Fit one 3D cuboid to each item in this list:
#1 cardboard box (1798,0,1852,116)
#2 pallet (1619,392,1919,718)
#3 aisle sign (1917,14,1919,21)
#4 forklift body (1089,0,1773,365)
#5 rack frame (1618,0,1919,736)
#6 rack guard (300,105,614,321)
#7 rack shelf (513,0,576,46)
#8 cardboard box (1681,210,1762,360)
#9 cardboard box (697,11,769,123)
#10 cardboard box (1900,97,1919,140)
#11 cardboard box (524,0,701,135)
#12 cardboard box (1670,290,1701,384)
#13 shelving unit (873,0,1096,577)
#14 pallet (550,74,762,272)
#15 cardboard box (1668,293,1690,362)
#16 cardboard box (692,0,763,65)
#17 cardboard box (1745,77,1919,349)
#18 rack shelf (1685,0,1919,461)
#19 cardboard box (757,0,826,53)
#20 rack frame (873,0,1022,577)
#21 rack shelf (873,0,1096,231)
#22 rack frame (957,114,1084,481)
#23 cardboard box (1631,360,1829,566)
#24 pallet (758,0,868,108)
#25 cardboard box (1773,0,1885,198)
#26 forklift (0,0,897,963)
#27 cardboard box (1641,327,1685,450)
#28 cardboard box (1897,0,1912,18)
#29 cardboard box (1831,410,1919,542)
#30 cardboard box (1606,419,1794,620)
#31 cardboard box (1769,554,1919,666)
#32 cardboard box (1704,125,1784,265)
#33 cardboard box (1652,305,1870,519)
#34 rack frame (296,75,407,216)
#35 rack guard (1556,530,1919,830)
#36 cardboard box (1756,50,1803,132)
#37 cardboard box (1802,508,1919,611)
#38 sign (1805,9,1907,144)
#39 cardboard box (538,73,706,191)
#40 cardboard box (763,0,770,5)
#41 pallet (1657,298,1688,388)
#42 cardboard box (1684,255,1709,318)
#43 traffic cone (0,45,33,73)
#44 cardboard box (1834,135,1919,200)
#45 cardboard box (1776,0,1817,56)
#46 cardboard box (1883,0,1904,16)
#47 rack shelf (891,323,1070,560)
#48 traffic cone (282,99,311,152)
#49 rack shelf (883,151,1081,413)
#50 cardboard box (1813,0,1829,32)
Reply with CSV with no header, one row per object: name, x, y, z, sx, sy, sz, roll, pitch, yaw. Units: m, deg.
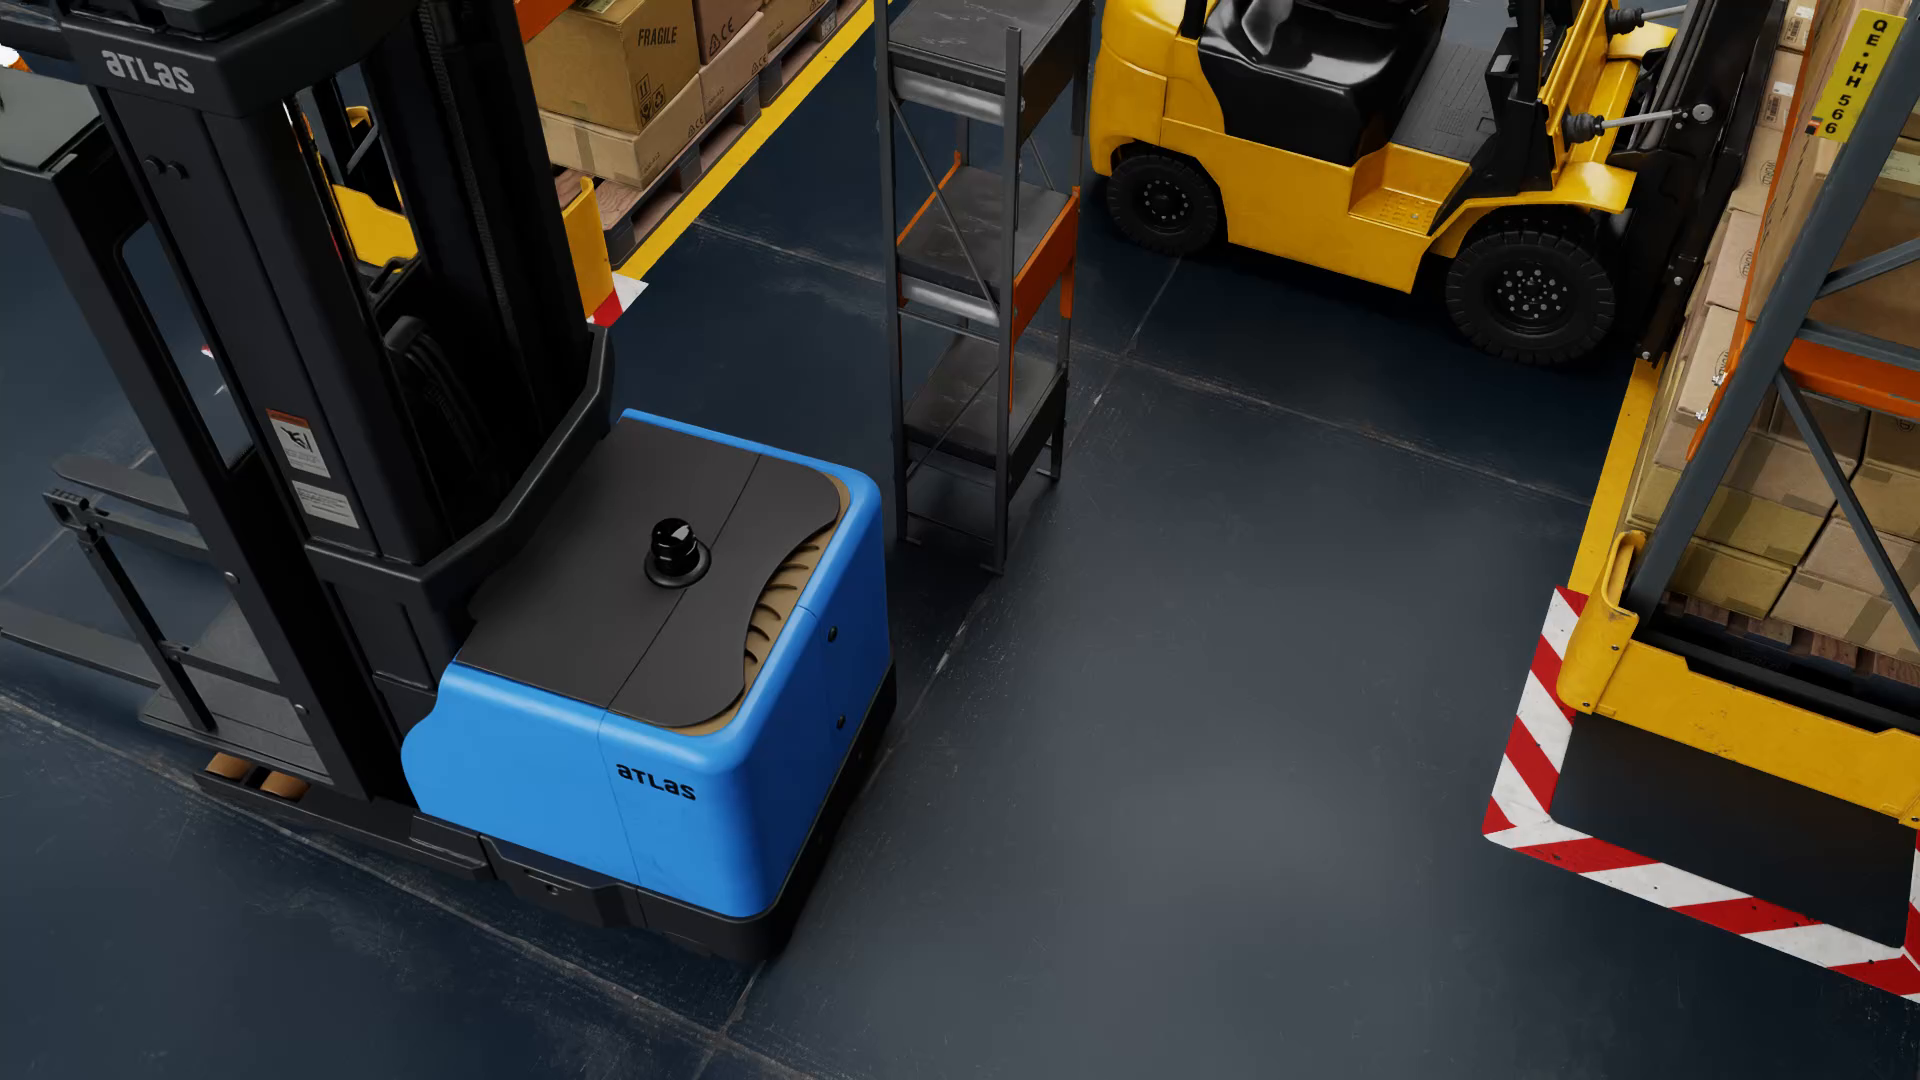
cardboard box,2.925,-1.567,5.048,0.500,0.500,0.500,19,52,15
pallet,2.793,-0.040,5.645,1.003,0.211,1.213,20,52,16
aisle sign,2.210,-1.296,3.176,0.394,0.787,0.004,20,52,16
forklift body,1.664,-2.028,6.063,2.313,2.155,1.214,20,52,16
rack frame,2.504,-0.403,4.124,1.000,3.000,0.127,20,52,16
rack guard,-1.953,-1.258,6.492,1.175,0.500,0.348,20,52,16
rack shelf,-1.131,-3.160,6.942,1.077,0.370,4.000,20,52,16
cardboard box,2.631,-0.745,5.287,0.500,0.250,0.500,21,53,17
cardboard box,-1.166,-2.075,7.076,0.500,0.250,0.500,22,53,17
cardboard box,2.466,-1.058,3.994,0.380,0.149,0.250,20,52,16
cardboard box,-1.381,-1.986,6.508,0.500,0.500,0.500,18,52,15
cardboard box,2.653,-0.589,5.483,0.500,0.250,0.500,19,52,16
shelving unit,0.071,-0.794,5.047,0.431,2.100,0.503,20,52,16
pallet,-1.574,-1.712,7.069,1.003,0.211,1.213,20,52,16
cardboard box,2.862,-0.756,5.953,0.500,0.250,0.500,20,53,16
cardboard box,-1.162,-2.347,6.815,0.500,0.500,0.500,18,52,15
cardboard box,2.477,-0.860,4.447,0.500,0.500,0.500,19,52,15
rack shelf,3.358,-1.547,5.570,1.077,0.370,4.000,20,52,16
cardboard box,-0.944,-2.455,7.399,0.500,0.250,0.500,23,53,18
rack frame,-0.034,-0.626,4.904,0.400,2.100,0.015,20,52,16
rack shelf,0.071,-1.239,4.525,0.431,0.518,0.480,20,52,16
rack frame,0.175,-0.962,5.190,0.400,2.100,0.015,20,52,16
cardboard box,2.429,-0.247,5.192,0.500,0.250,0.500,19,52,16
pallet,-1.052,-2.550,7.781,1.003,0.211,1.213,20,52,16
cardboard box,2.707,-1.214,4.748,0.500,0.500,0.500,21,53,17
forklift,-1.771,-0.465,4.221,3.031,2.935,1.130,15,51,13
cardboard box,2.640,-0.414,5.663,0.500,0.250,0.500,20,52,16
cardboard box,2.544,-1.238,4.147,0.380,0.149,0.250,20,52,16
cardboard box,2.880,-0.242,4.859,0.500,0.250,0.500,19,52,16
cardboard box,2.419,-0.075,5.374,0.500,0.250,0.500,20,53,16
cardboard box,2.890,0.077,5.245,0.500,0.250,0.500,20,52,16
cardboard box,2.838,-1.095,5.586,0.500,0.250,0.500,20,53,17
cardboard box,2.419,-0.391,4.986,0.500,0.250,0.500,21,53,17
rack frame,-1.986,-2.016,5.496,1.000,3.000,0.127,20,52,16
rack guard,2.494,0.423,5.062,1.175,0.500,0.348,20,52,16
cardboard box,3.061,-1.442,5.880,0.500,0.250,0.500,19,52,15
cardboard box,2.893,-0.067,5.039,0.500,0.250,0.500,21,53,17
sign,2.019,-1.042,3.751,0.100,0.325,0.005,20,52,16
cardboard box,-1.391,-1.726,6.779,0.500,0.250,0.500,19,52,16
cardboard box,-0.940,-2.690,7.107,0.500,0.500,0.500,21,53,17
pallet,3.315,-0.877,6.358,1.003,0.211,1.213,20,52,16
cardboard box,2.855,-0.952,5.792,0.500,0.250,0.500,19,52,15
traffic cone,-4.117,-2.037,7.179,0.336,0.463,0.334,20,52,16
cardboard box,2.399,-0.976,4.119,0.380,0.149,0.250,21,53,17
cardboard box,3.293,-1.801,6.186,0.500,0.250,0.500,21,53,17
cardboard box,2.631,-1.427,4.307,0.380,0.149,0.250,21,53,17
rack shelf,0.071,-0.332,5.591,0.431,0.518,0.480,20,52,16
traffic cone,-2.968,-1.910,7.071,0.336,0.463,0.334,20,52,16
rack shelf,0.071,-0.786,5.058,0.431,0.518,0.480,20,52,16
cardboard box,3.130,-1.917,5.346,0.500,0.500,0.500,20,53,16
